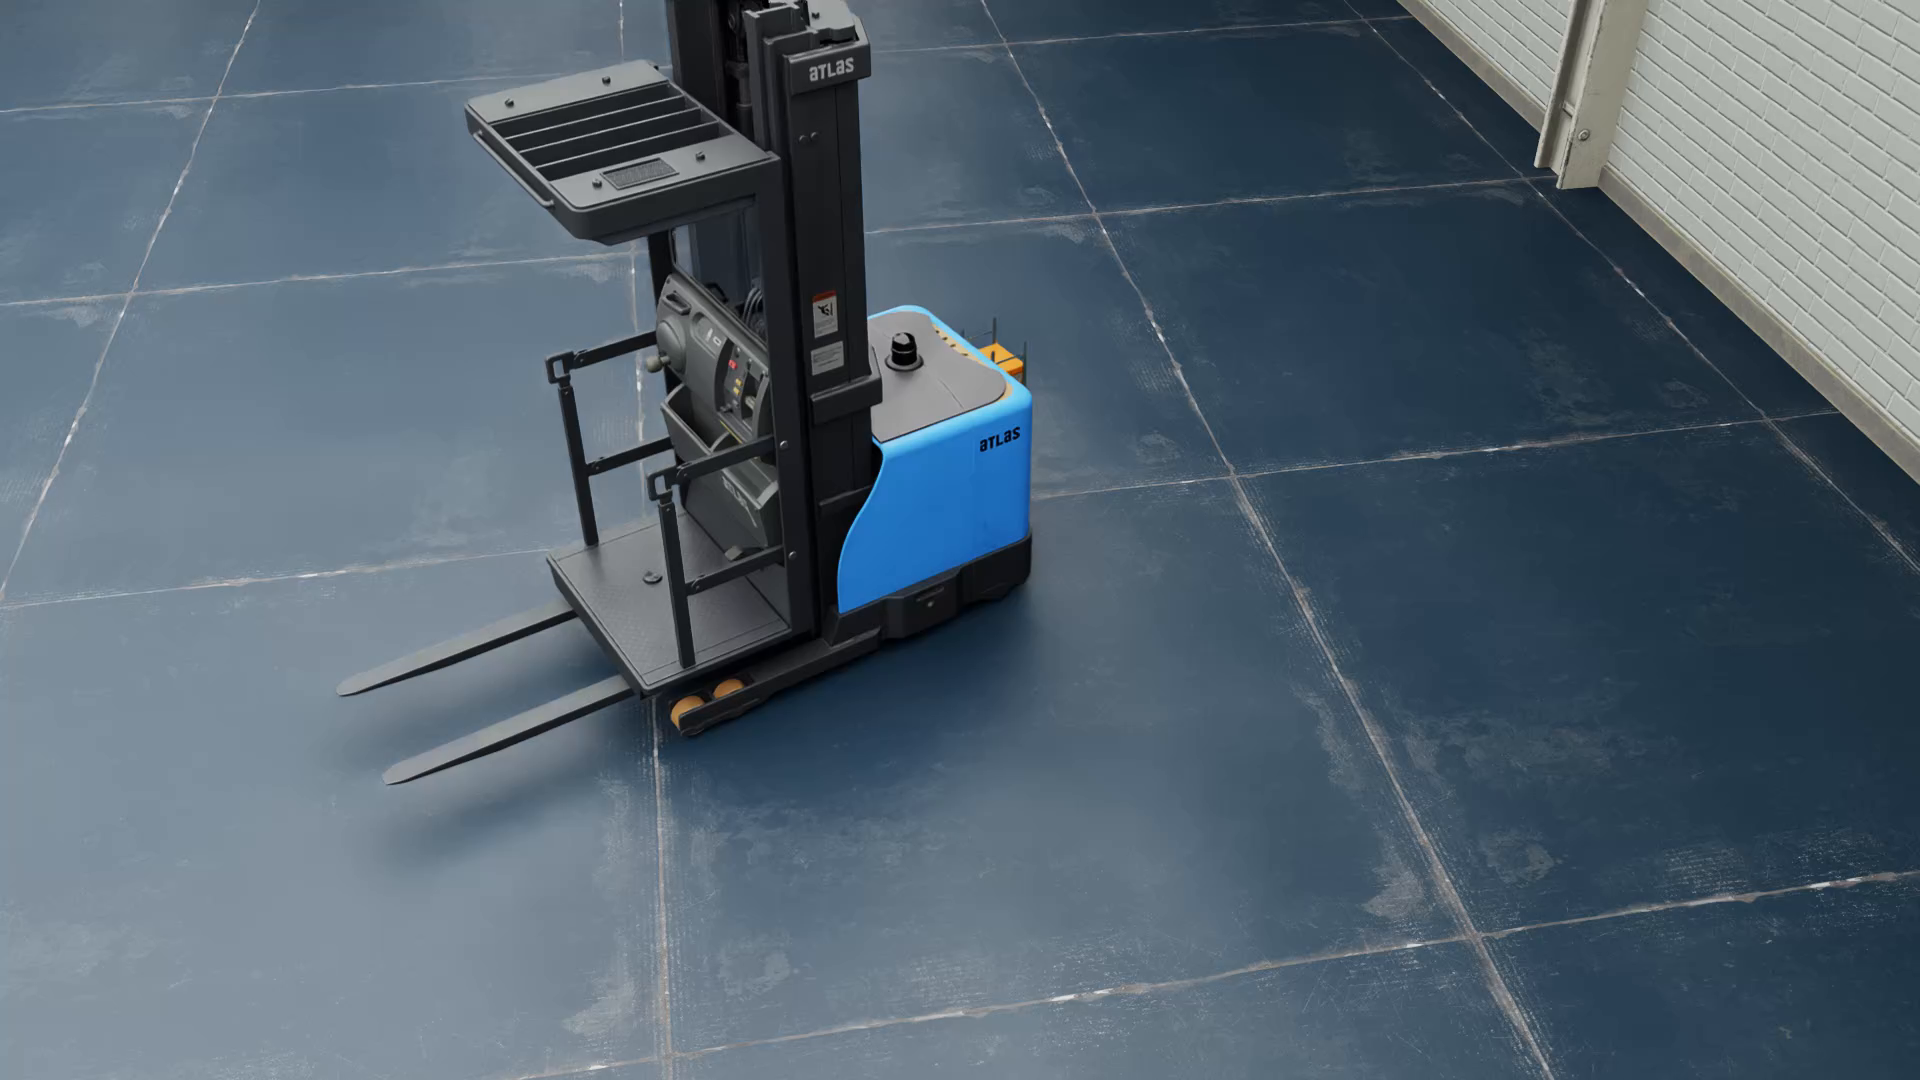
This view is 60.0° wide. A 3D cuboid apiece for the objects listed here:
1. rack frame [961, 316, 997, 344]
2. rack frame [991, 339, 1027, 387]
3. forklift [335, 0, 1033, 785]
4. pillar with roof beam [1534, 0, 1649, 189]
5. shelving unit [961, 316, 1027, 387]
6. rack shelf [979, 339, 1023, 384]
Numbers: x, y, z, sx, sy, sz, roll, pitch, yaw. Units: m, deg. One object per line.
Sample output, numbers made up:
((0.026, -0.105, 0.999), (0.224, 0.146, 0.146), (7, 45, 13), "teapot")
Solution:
((0.088, -0.596, 8.062), (0.200, 1.050, 0.008), (-23, 43, -26), "rack frame")
((0.225, -0.473, 7.902), (0.200, 1.050, 0.008), (-23, 43, -26), "rack frame")
((-1.180, -0.698, 6.659), (3.031, 2.935, 1.130), (-22, 43, -26), "forklift")
((-0.088, -5.586, 8.005), (9.100, 9.000, 0.400), (-6, 38, -8), "pillar with roof beam")
((0.156, -0.534, 7.982), (0.215, 1.050, 0.252), (-23, 43, -26), "shelving unit")
((0.156, -0.750, 7.815), (0.215, 0.259, 0.240), (-23, 43, -26), "rack shelf")
